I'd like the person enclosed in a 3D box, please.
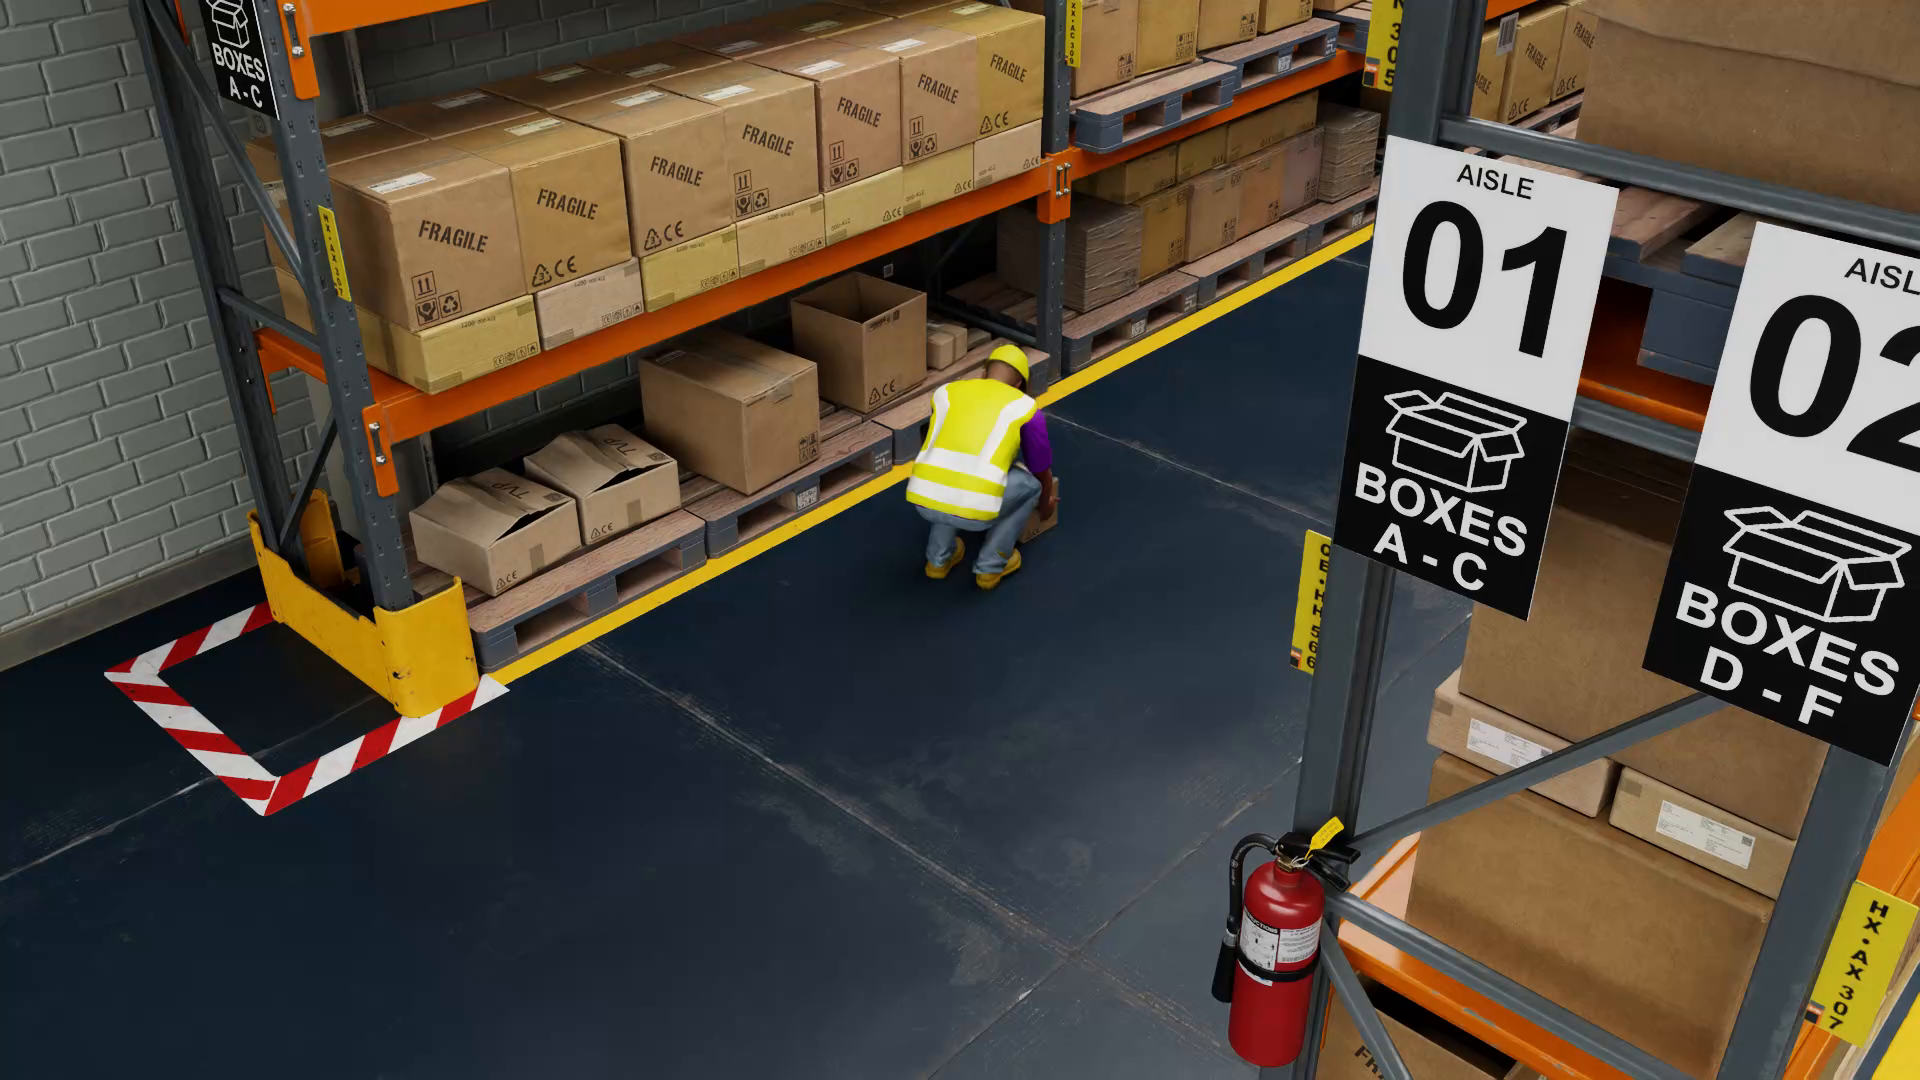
[{"bbox_3d":[0.076,-0.319,7.458,0.567,0.926,0.897,16,35,25],"label":"person"}]
